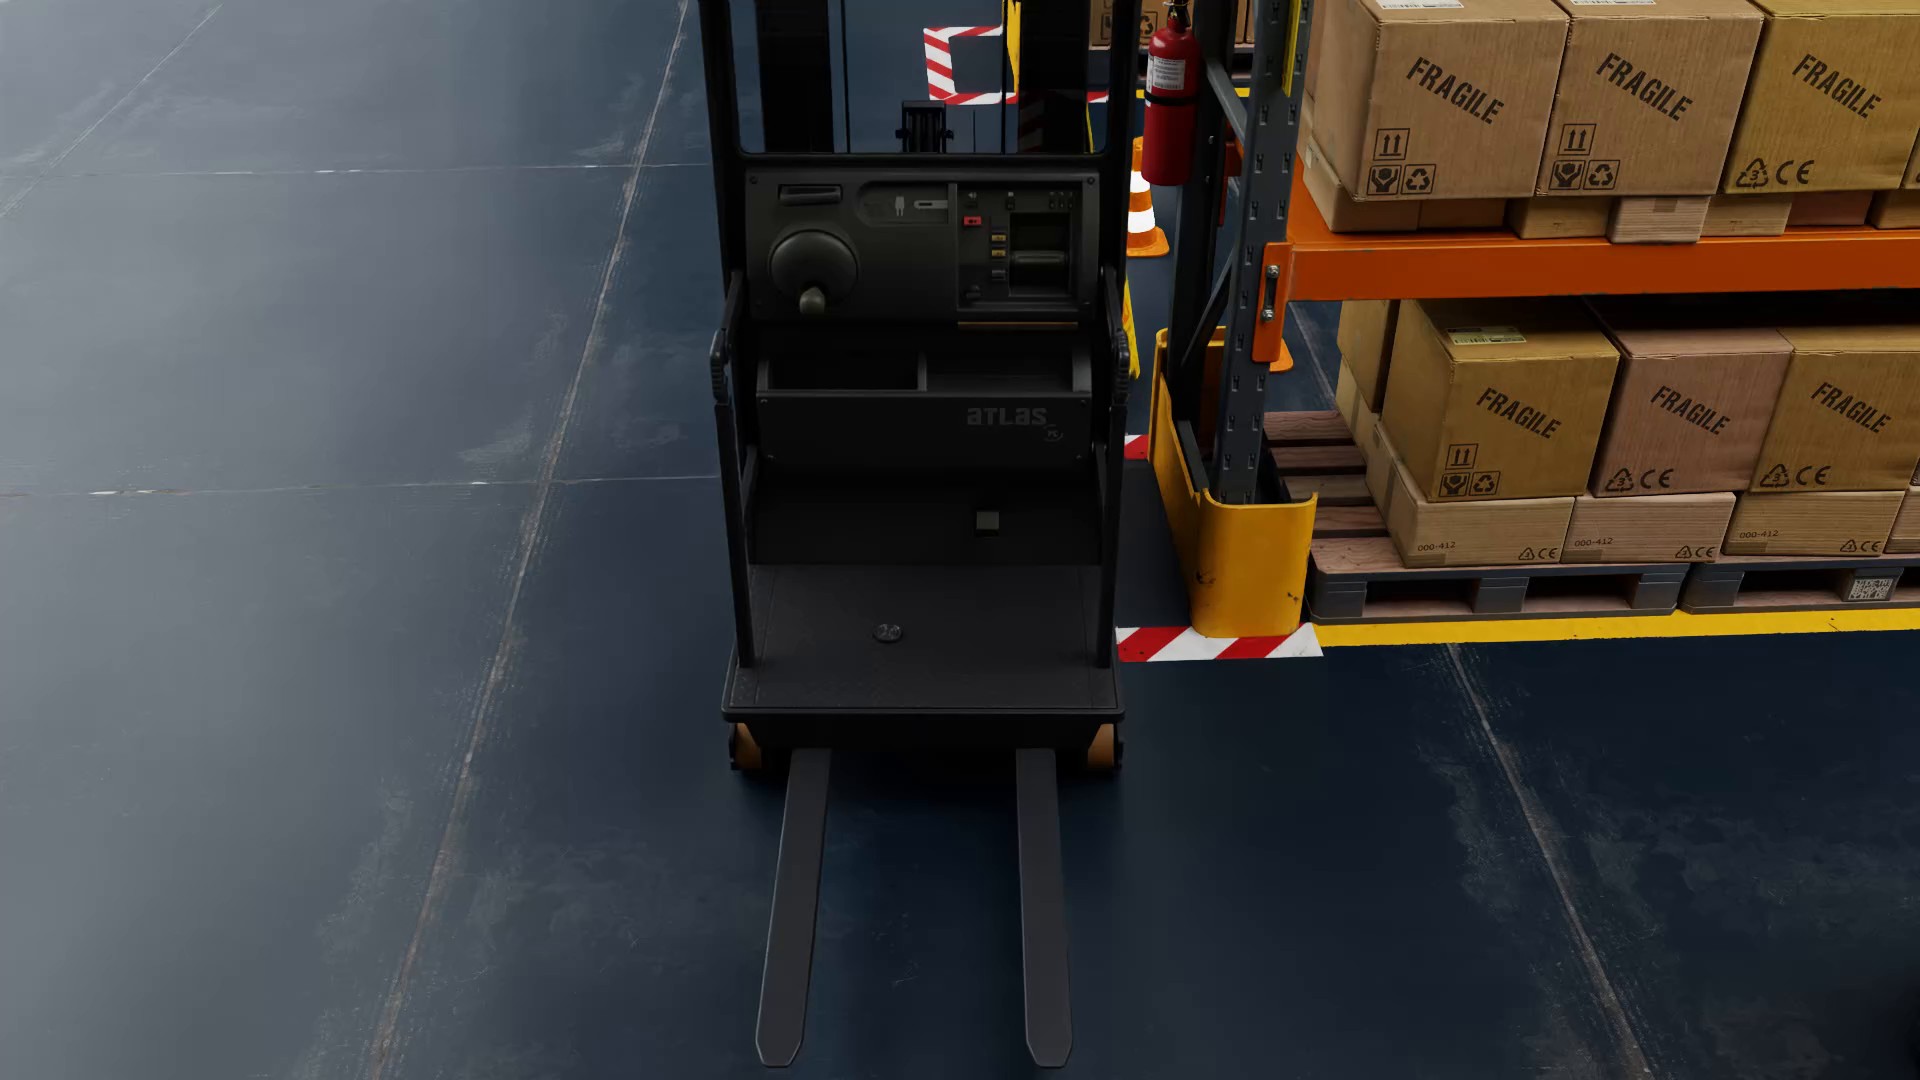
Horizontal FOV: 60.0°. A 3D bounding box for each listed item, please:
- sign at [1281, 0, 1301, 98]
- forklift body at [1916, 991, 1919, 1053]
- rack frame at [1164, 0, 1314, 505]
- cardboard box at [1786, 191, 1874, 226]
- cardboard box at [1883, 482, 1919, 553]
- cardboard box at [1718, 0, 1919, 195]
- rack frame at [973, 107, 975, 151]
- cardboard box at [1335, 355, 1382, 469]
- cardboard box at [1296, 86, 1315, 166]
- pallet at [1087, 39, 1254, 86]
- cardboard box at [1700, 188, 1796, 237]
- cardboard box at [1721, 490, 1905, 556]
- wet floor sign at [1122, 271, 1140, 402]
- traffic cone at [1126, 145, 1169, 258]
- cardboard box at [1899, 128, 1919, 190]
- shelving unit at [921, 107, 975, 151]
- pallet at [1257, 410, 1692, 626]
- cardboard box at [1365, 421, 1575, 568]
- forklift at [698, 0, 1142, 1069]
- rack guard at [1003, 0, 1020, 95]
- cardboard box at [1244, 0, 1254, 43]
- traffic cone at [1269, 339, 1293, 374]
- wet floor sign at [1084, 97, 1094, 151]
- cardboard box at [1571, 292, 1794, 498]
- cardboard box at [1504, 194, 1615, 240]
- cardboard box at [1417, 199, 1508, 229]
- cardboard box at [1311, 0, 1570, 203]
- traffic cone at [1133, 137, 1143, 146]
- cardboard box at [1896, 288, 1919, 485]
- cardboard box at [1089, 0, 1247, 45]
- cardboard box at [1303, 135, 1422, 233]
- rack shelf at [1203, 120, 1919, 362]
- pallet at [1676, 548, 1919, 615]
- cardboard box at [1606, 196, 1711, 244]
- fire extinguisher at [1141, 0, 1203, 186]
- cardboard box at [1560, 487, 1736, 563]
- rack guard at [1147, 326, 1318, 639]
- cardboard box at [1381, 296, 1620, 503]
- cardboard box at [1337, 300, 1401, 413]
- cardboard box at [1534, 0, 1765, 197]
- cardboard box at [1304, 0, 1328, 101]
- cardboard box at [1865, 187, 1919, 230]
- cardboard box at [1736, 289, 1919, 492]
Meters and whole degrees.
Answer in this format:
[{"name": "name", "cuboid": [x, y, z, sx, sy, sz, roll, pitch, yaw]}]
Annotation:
[{"name": "sign", "cuboid": [0.845, -1.301, 4.234, 0.005, 0.325, 0.100, -2, 35, -2]}, {"name": "forklift body", "cuboid": [2.866, 0.829, 2.663, 1.214, 2.155, 2.313, -2, 35, -2]}, {"name": "rack frame", "cuboid": [0.819, -1.254, 4.926, 0.127, 3.000, 1.000, -2, 35, -2]}, {"name": "cardboard box", "cuboid": [2.462, -1.066, 4.875, 0.250, 0.149, 0.380, 0, 35, -1]}, {"name": "cardboard box", "cuboid": [3.197, -0.204, 5.456, 0.500, 0.250, 0.500, -1, 35, -1]}, {"name": "cardboard box", "cuboid": [2.332, -1.302, 4.647, 0.500, 0.500, 0.500, -2, 35, -3]}, {"name": "rack frame", "cuboid": [0.050, -0.955, 6.074, 0.006, 1.200, 0.240, 0, 34, 0]}, {"name": "cardboard box", "cuboid": [1.638, -0.471, 5.842, 0.500, 0.250, 0.500, -2, 35, -2]}, {"name": "cardboard box", "cuboid": [1.183, -1.282, 5.187, 0.250, 0.149, 0.380, 0, 35, -1]}, {"name": "pallet", "cuboid": [1.279, -2.984, 9.876, 1.213, 0.211, 1.003, -2, 35, -2]}, {"name": "cardboard box", "cuboid": [2.201, -1.025, 4.815, 0.250, 0.149, 0.380, -1, 35, -1]}, {"name": "cardboard box", "cuboid": [2.693, -0.192, 5.438, 0.500, 0.250, 0.500, 1, 35, 1]}, {"name": "wet floor sign", "cuboid": [0.579, -0.889, 6.467, 0.232, 0.644, 0.267, 10, 36, 14]}, {"name": "traffic cone", "cuboid": [0.796, -1.577, 7.622, 0.334, 0.463, 0.336, -2, 35, -2]}, {"name": "cardboard box", "cuboid": [2.839, -1.321, 4.673, 0.500, 0.500, 0.500, -2, 35, -3]}, {"name": "shelving unit", "cuboid": [-0.042, -0.955, 6.074, 0.189, 1.200, 0.258, 0, 34, 0]}, {"name": "pallet", "cuboid": [1.708, -0.111, 5.725, 1.213, 0.211, 1.003, -2, 35, -2]}, {"name": "cardboard box", "cuboid": [1.638, -0.160, 5.393, 0.500, 0.250, 0.500, -2, 35, -3]}, {"name": "forklift", "cuboid": [-0.098, -0.719, 4.214, 1.130, 2.935, 3.031, 0, 35, 0]}, {"name": "rack guard", "cuboid": [0.460, -3.036, 9.698, 0.348, 0.500, 1.175, -2, 35, -2]}, {"name": "cardboard box", "cuboid": [2.037, -3.444, 9.589, 0.875, 0.875, 0.875, -2, 35, -3]}, {"name": "traffic cone", "cuboid": [1.188, -0.955, 6.724, 0.334, 0.463, 0.336, -2, 35, -2]}, {"name": "wet floor sign", "cuboid": [0.549, -1.970, 8.030, 0.232, 0.644, 0.267, -7, 35, -10]}, {"name": "cardboard box", "cuboid": [2.184, -0.486, 5.205, 0.500, 0.500, 0.500, -3, 35, -4]}, {"name": "cardboard box", "cuboid": [1.689, -1.018, 4.806, 0.250, 0.149, 0.380, -3, 35, -4]}, {"name": "cardboard box", "cuboid": [1.420, -1.057, 4.862, 0.250, 0.149, 0.380, -1, 35, -2]}, {"name": "cardboard box", "cuboid": [1.305, -1.272, 4.603, 0.500, 0.500, 0.500, -2, 35, -3]}, {"name": "traffic cone", "cuboid": [1.082, -2.229, 8.564, 0.334, 0.463, 0.336, -2, 35, -2]}, {"name": "cardboard box", "cuboid": [3.219, -0.514, 5.245, 0.500, 0.500, 0.500, 0, 35, 0]}, {"name": "cardboard box", "cuboid": [1.158, -3.420, 9.553, 0.875, 0.875, 0.875, -1, 35, -2]}, {"name": "cardboard box", "cuboid": [1.168, -1.042, 4.840, 0.250, 0.149, 0.380, -1, 35, -2]}, {"name": "rack shelf", "cuboid": [2.817, -1.012, 5.208, 4.000, 0.370, 1.077, -2, 35, -2]}, {"name": "pallet", "cuboid": [2.924, -0.142, 5.770, 1.213, 0.211, 1.003, -2, 35, -2]}, {"name": "cardboard box", "cuboid": [1.944, -0.999, 4.778, 0.250, 0.149, 0.380, -1, 35, -1]}, {"name": "fire extinguisher", "cuboid": [0.683, -1.481, 5.322, 0.183, 0.674, 0.296, -2, 35, -2]}, {"name": "cardboard box", "cuboid": [2.148, -0.170, 5.407, 0.500, 0.250, 0.500, 0, 35, -1]}, {"name": "rack guard", "cuboid": [0.895, -0.228, 5.640, 0.348, 0.500, 1.175, -2, 35, -2]}, {"name": "cardboard box", "cuboid": [1.662, -0.470, 5.181, 0.500, 0.500, 0.500, -3, 35, -4]}, {"name": "cardboard box", "cuboid": [1.607, -0.774, 5.621, 0.500, 0.500, 0.500, -1, 35, -2]}, {"name": "cardboard box", "cuboid": [1.823, -1.288, 4.626, 0.500, 0.500, 0.500, -1, 35, -1]}, {"name": "cardboard box", "cuboid": [1.348, -1.588, 5.060, 0.500, 0.500, 0.500, -2, 35, -3]}, {"name": "cardboard box", "cuboid": [2.727, -1.056, 4.861, 0.250, 0.149, 0.380, -2, 35, -3]}, {"name": "cardboard box", "cuboid": [2.685, -0.495, 5.218, 0.500, 0.500, 0.500, -1, 35, -1]}]
